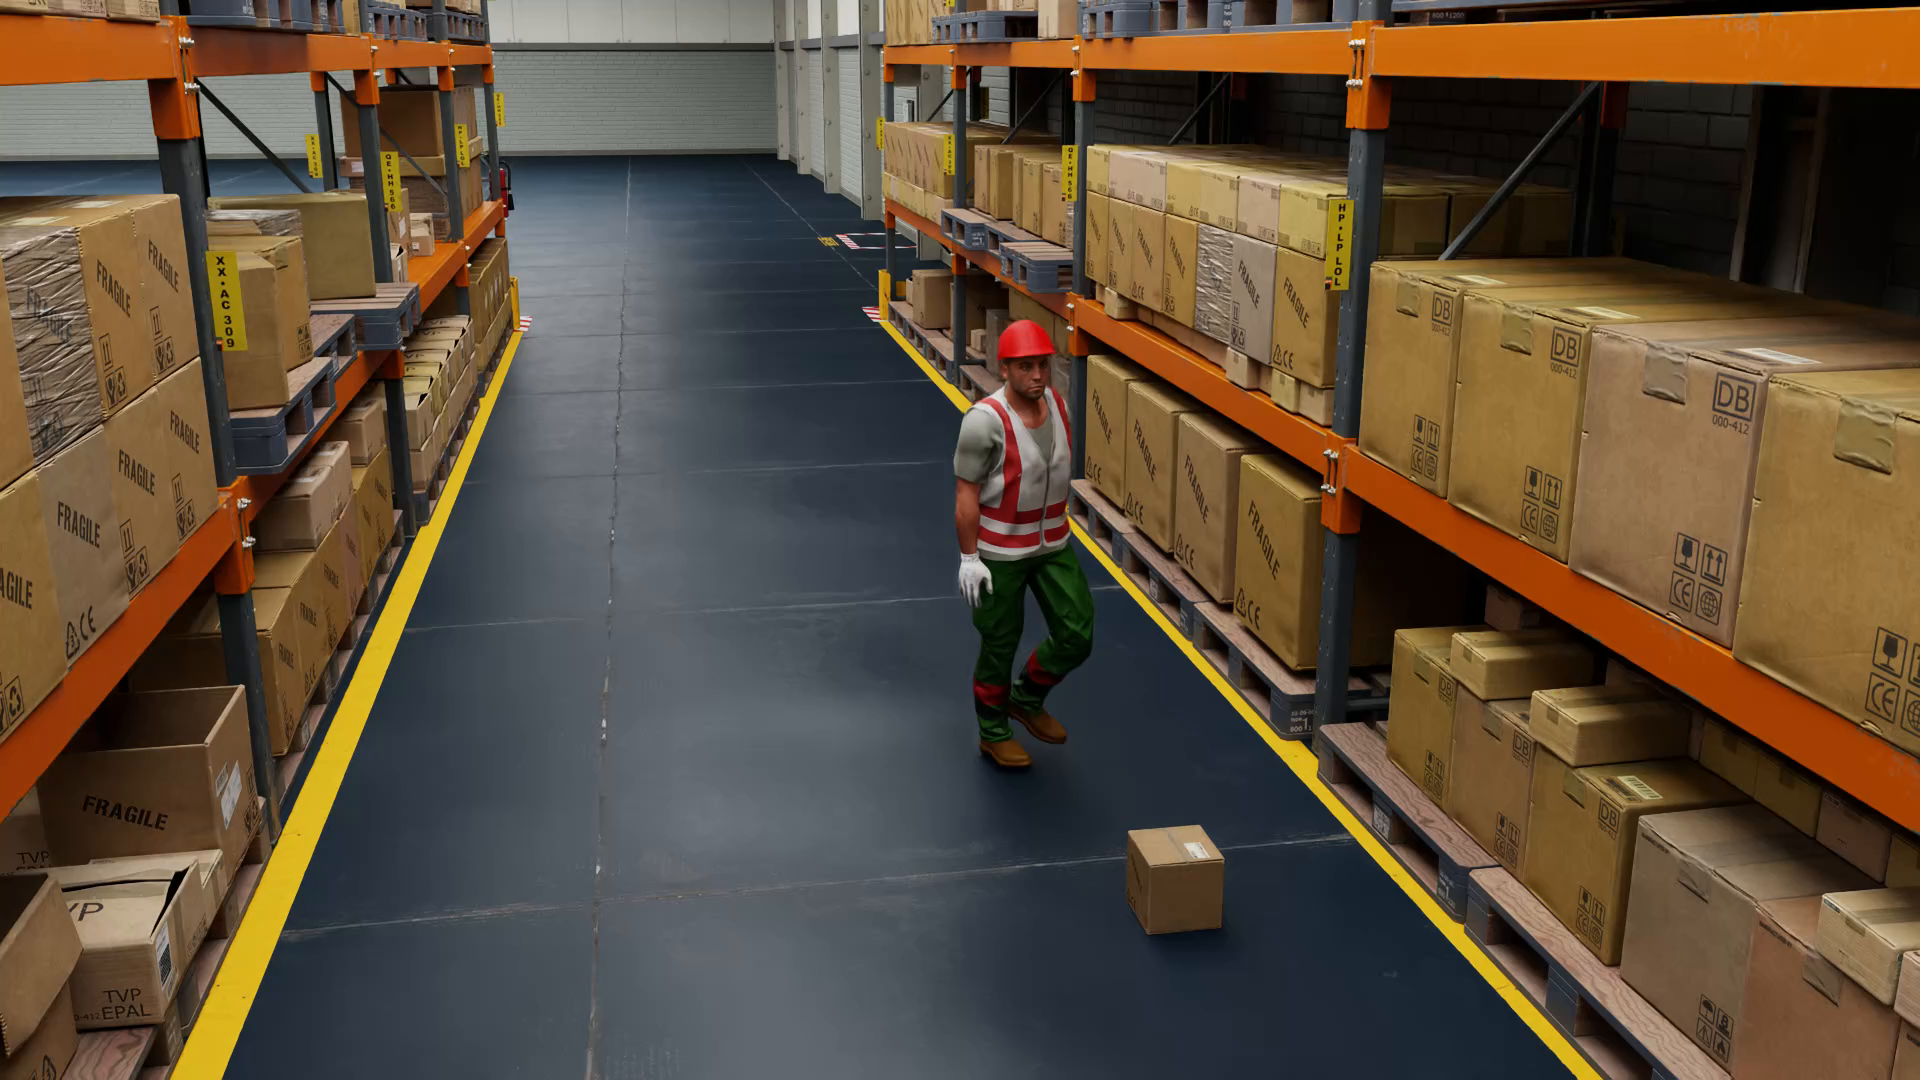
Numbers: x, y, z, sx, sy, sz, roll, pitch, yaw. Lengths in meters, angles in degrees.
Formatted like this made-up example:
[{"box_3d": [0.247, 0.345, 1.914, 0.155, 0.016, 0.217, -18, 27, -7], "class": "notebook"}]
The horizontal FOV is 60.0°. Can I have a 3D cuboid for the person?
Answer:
[{"box_3d": [0.231, 0.036, 6.309, 0.582, 1.773, 0.467, -11, 19, -32], "class": "person"}]
